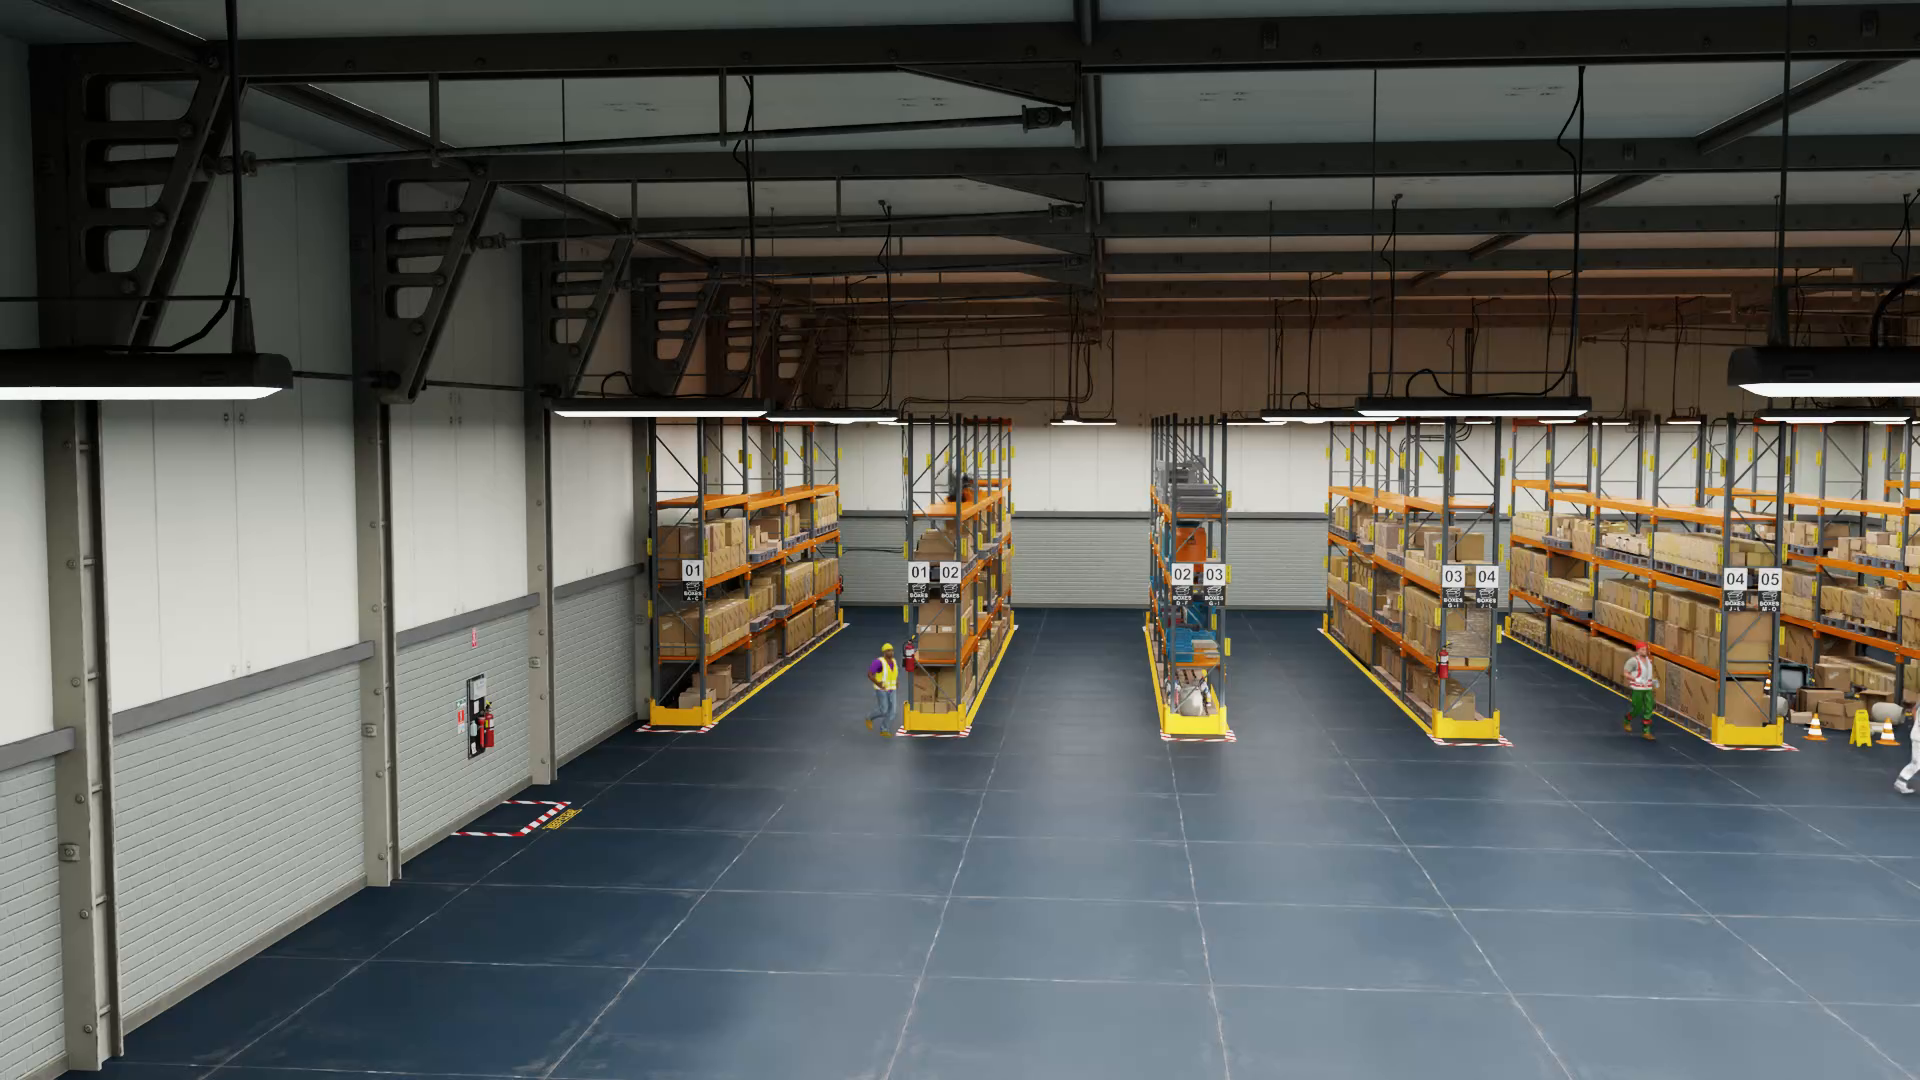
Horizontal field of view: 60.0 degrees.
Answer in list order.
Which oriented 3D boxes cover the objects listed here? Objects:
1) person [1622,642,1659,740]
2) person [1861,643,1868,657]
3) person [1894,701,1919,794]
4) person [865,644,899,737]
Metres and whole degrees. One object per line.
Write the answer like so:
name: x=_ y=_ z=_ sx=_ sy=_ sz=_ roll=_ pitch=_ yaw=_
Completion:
person: x=12.578 y=2.762 z=30.761 sx=0.680 sy=1.773 sz=0.794 roll=-1 pitch=4 yaw=-15
person: x=21.562 y=2.279 z=39.696 sx=0.529 sy=1.540 sz=0.549 roll=0 pitch=4 yaw=3
person: x=14.890 y=3.100 z=25.651 sx=0.818 sy=1.760 sz=0.695 roll=4 pitch=5 yaw=43
person: x=-1.407 y=2.785 z=30.992 sx=0.721 sy=1.728 sz=0.651 roll=-3 pitch=5 yaw=-41
